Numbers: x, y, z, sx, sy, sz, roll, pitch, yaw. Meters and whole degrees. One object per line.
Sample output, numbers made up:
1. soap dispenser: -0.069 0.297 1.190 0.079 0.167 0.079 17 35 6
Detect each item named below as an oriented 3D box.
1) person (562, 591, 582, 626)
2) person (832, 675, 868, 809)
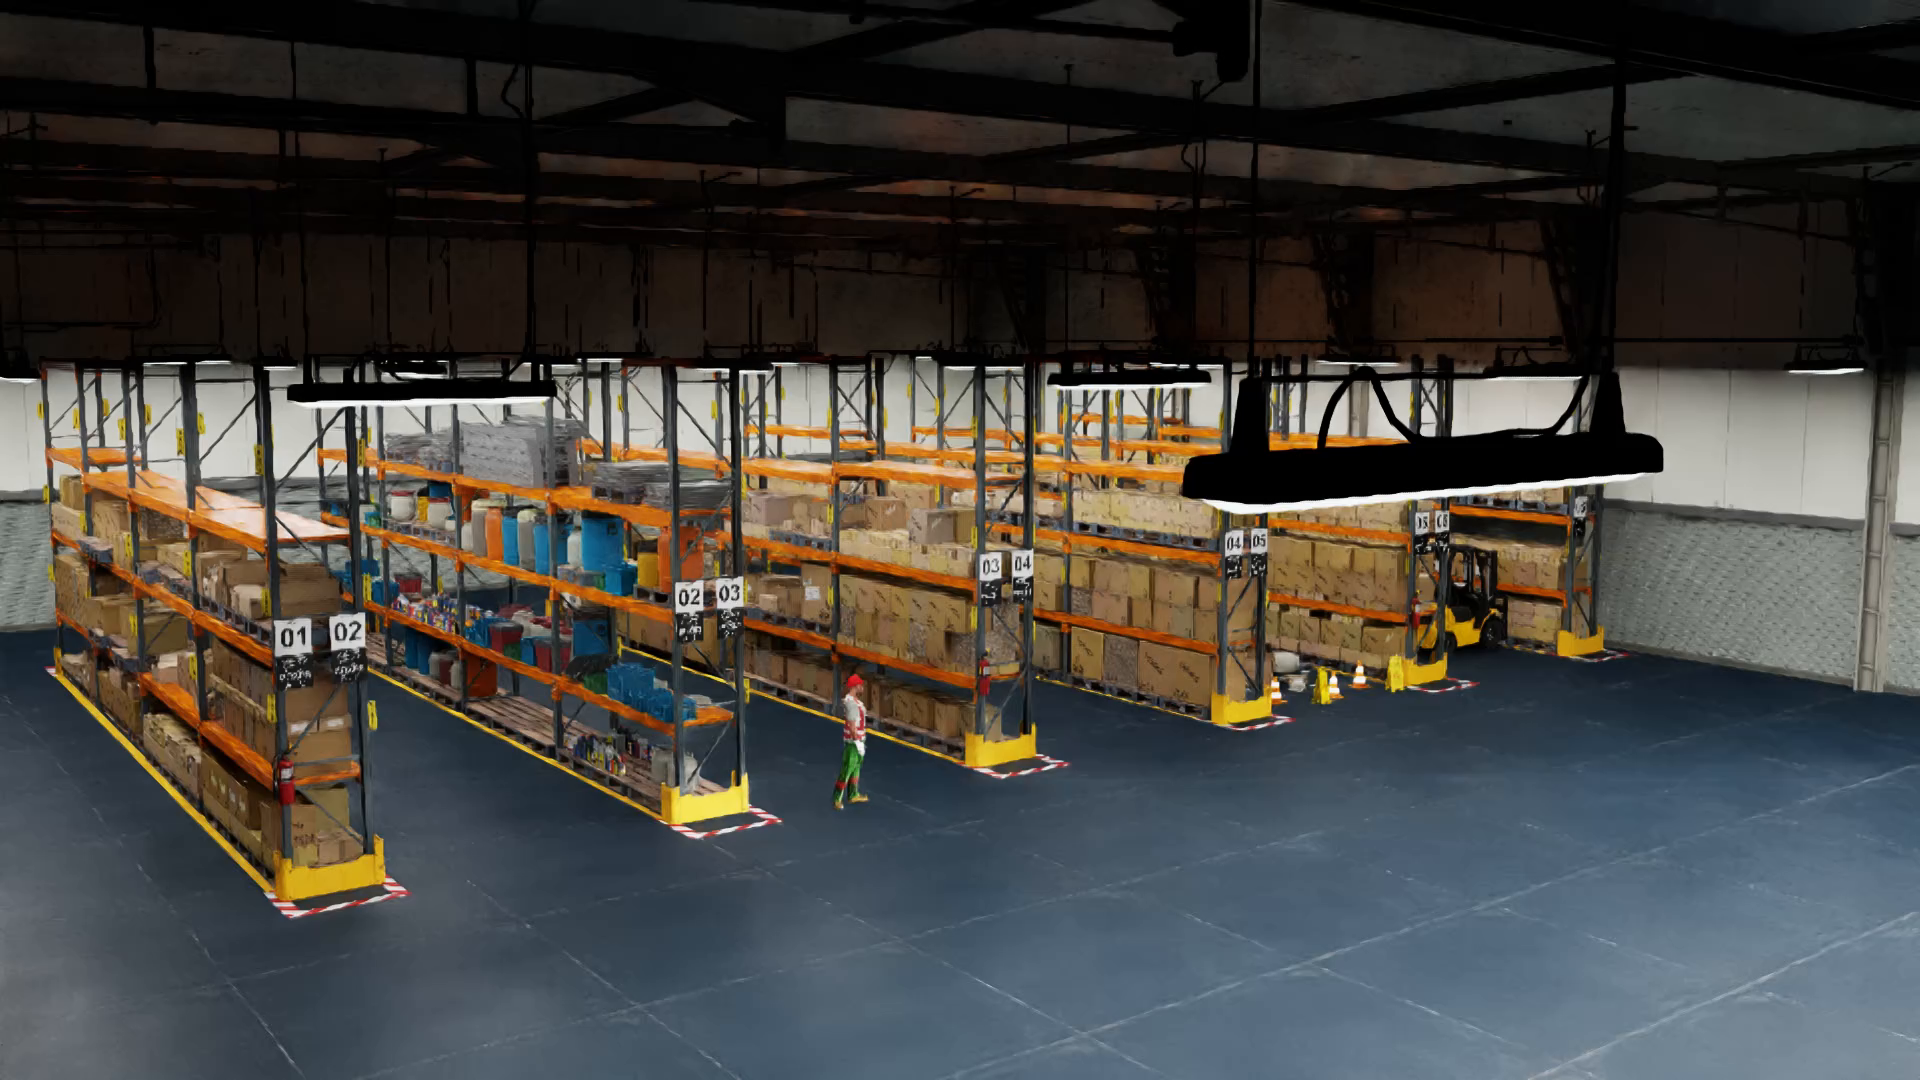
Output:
1. person: -8.014 1.343 34.130 0.572 1.769 0.643 -3 7 -22
2. person: -1.488 2.738 22.629 0.480 1.789 0.697 1 7 4
